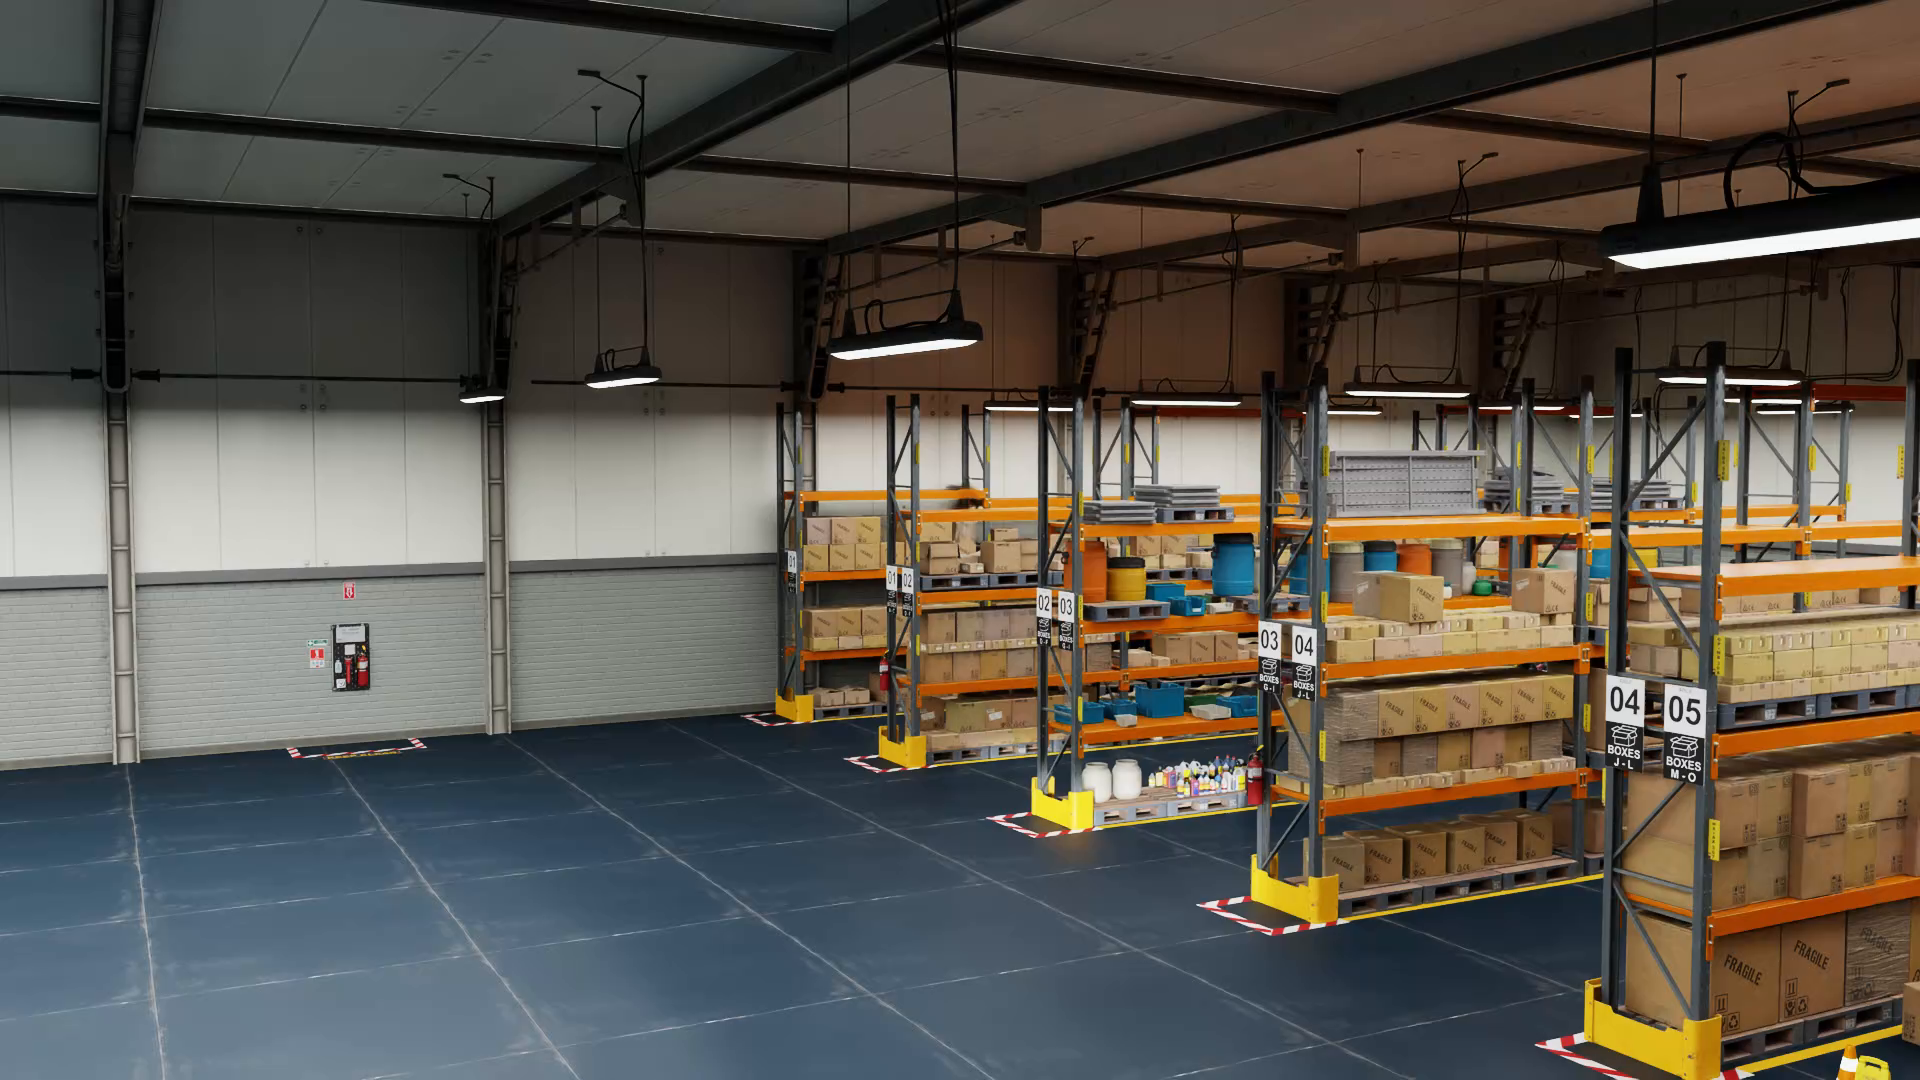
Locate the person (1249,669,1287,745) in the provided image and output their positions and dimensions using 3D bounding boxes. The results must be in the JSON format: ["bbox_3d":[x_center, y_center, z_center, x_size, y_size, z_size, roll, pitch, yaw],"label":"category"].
[{"bbox_3d":[5.457,2.702,28.589,0.997,1.617,0.528,-2,4,-26],"label":"person"}]
